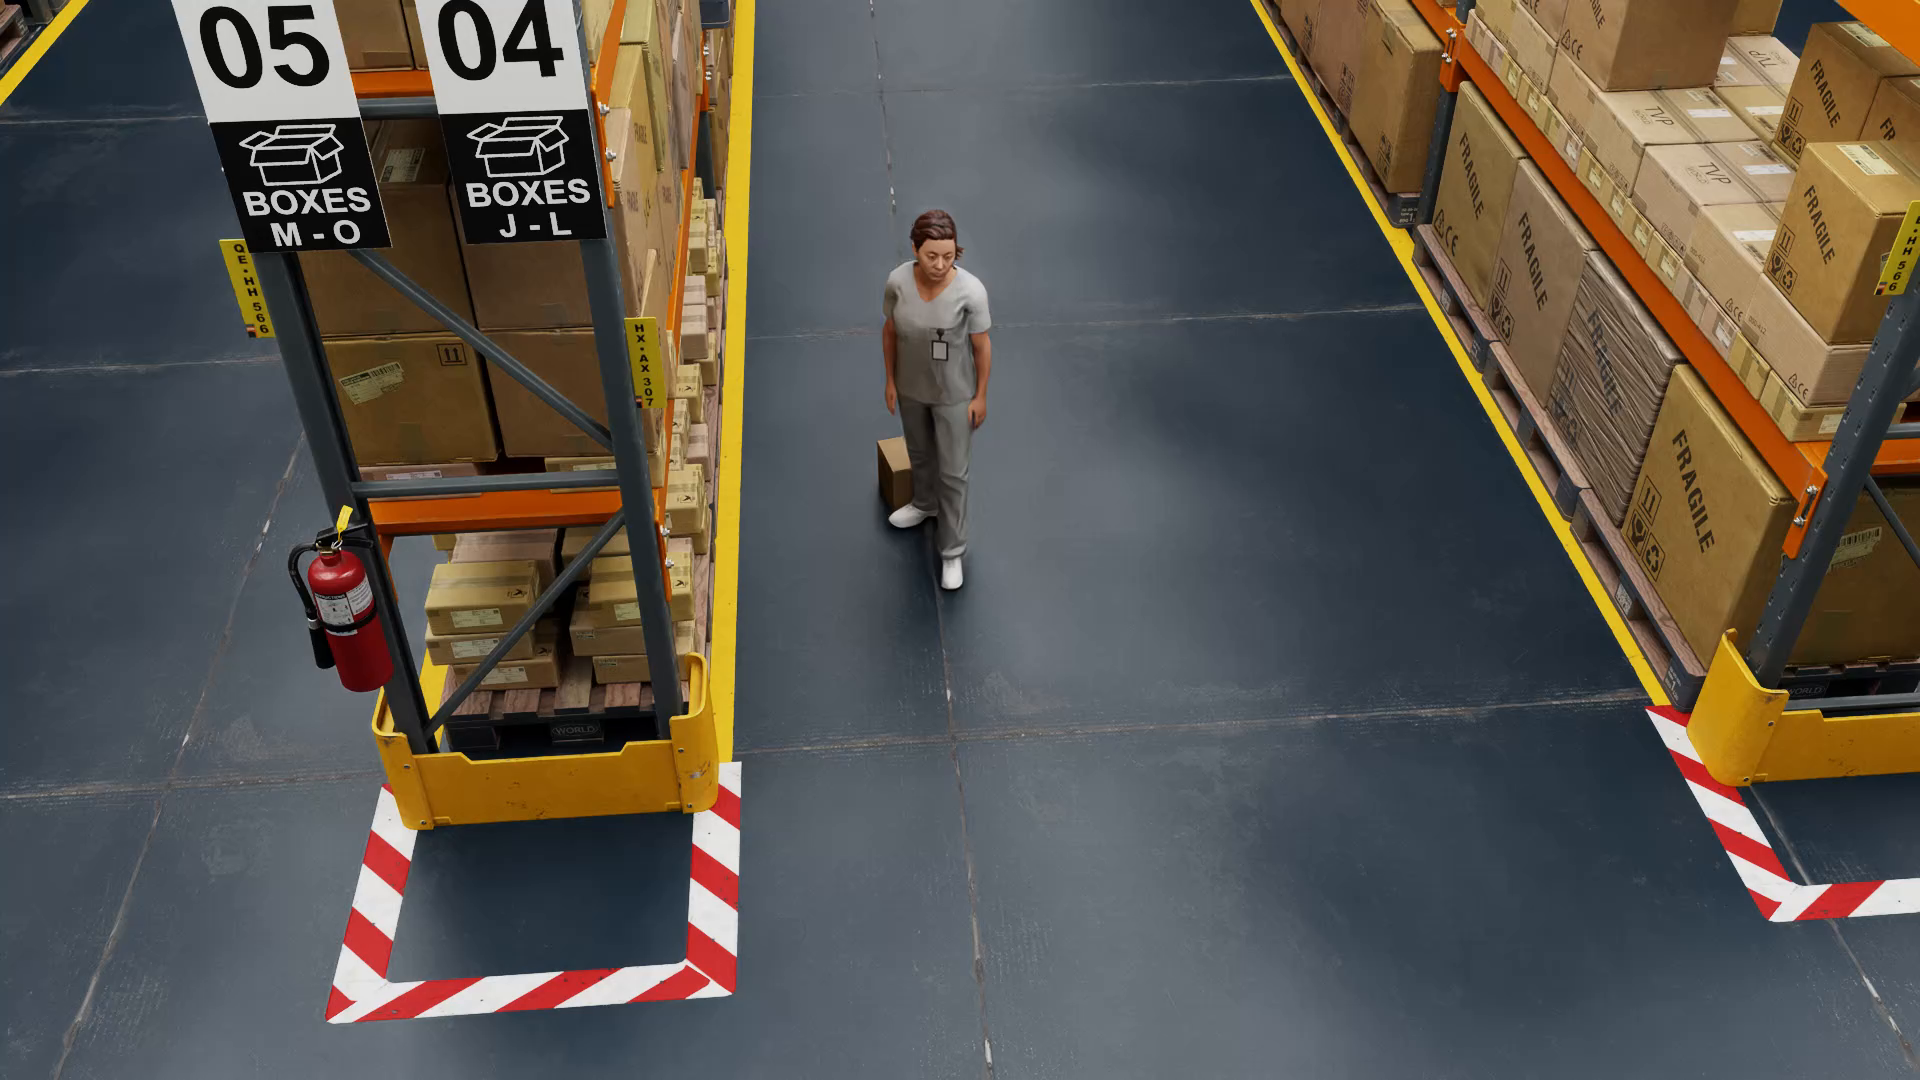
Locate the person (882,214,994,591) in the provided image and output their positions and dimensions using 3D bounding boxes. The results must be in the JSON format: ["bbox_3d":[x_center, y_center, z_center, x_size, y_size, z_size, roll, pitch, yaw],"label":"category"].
[{"bbox_3d":[-0.104,-0.607,6.898,0.484,1.670,0.561,13,41,15],"label":"person"}]
